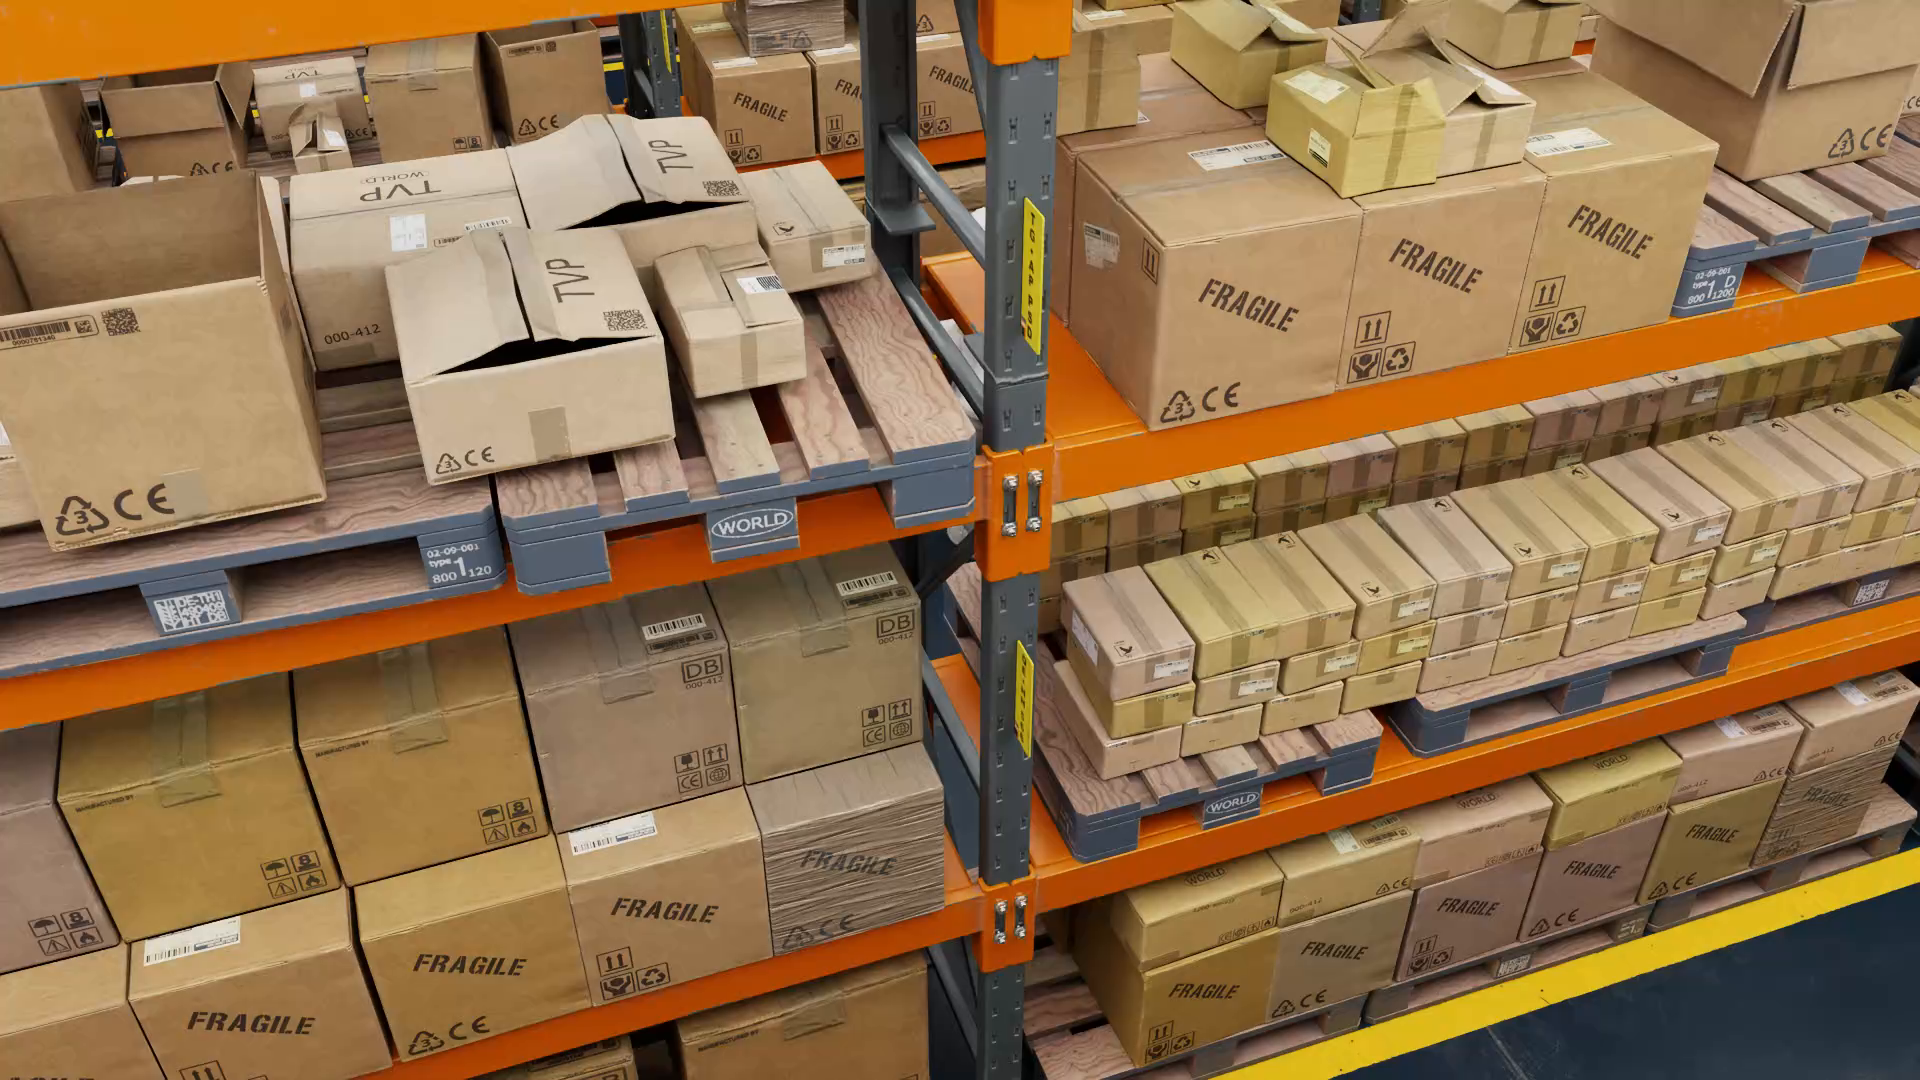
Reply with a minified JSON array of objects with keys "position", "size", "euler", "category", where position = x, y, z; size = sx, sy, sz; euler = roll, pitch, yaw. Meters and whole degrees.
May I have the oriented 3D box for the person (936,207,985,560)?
[{"position":[0.160,-0.696,7.676],"size":[0.628,1.761,0.457],"euler":[-12,39,-15],"category":"person"}]
